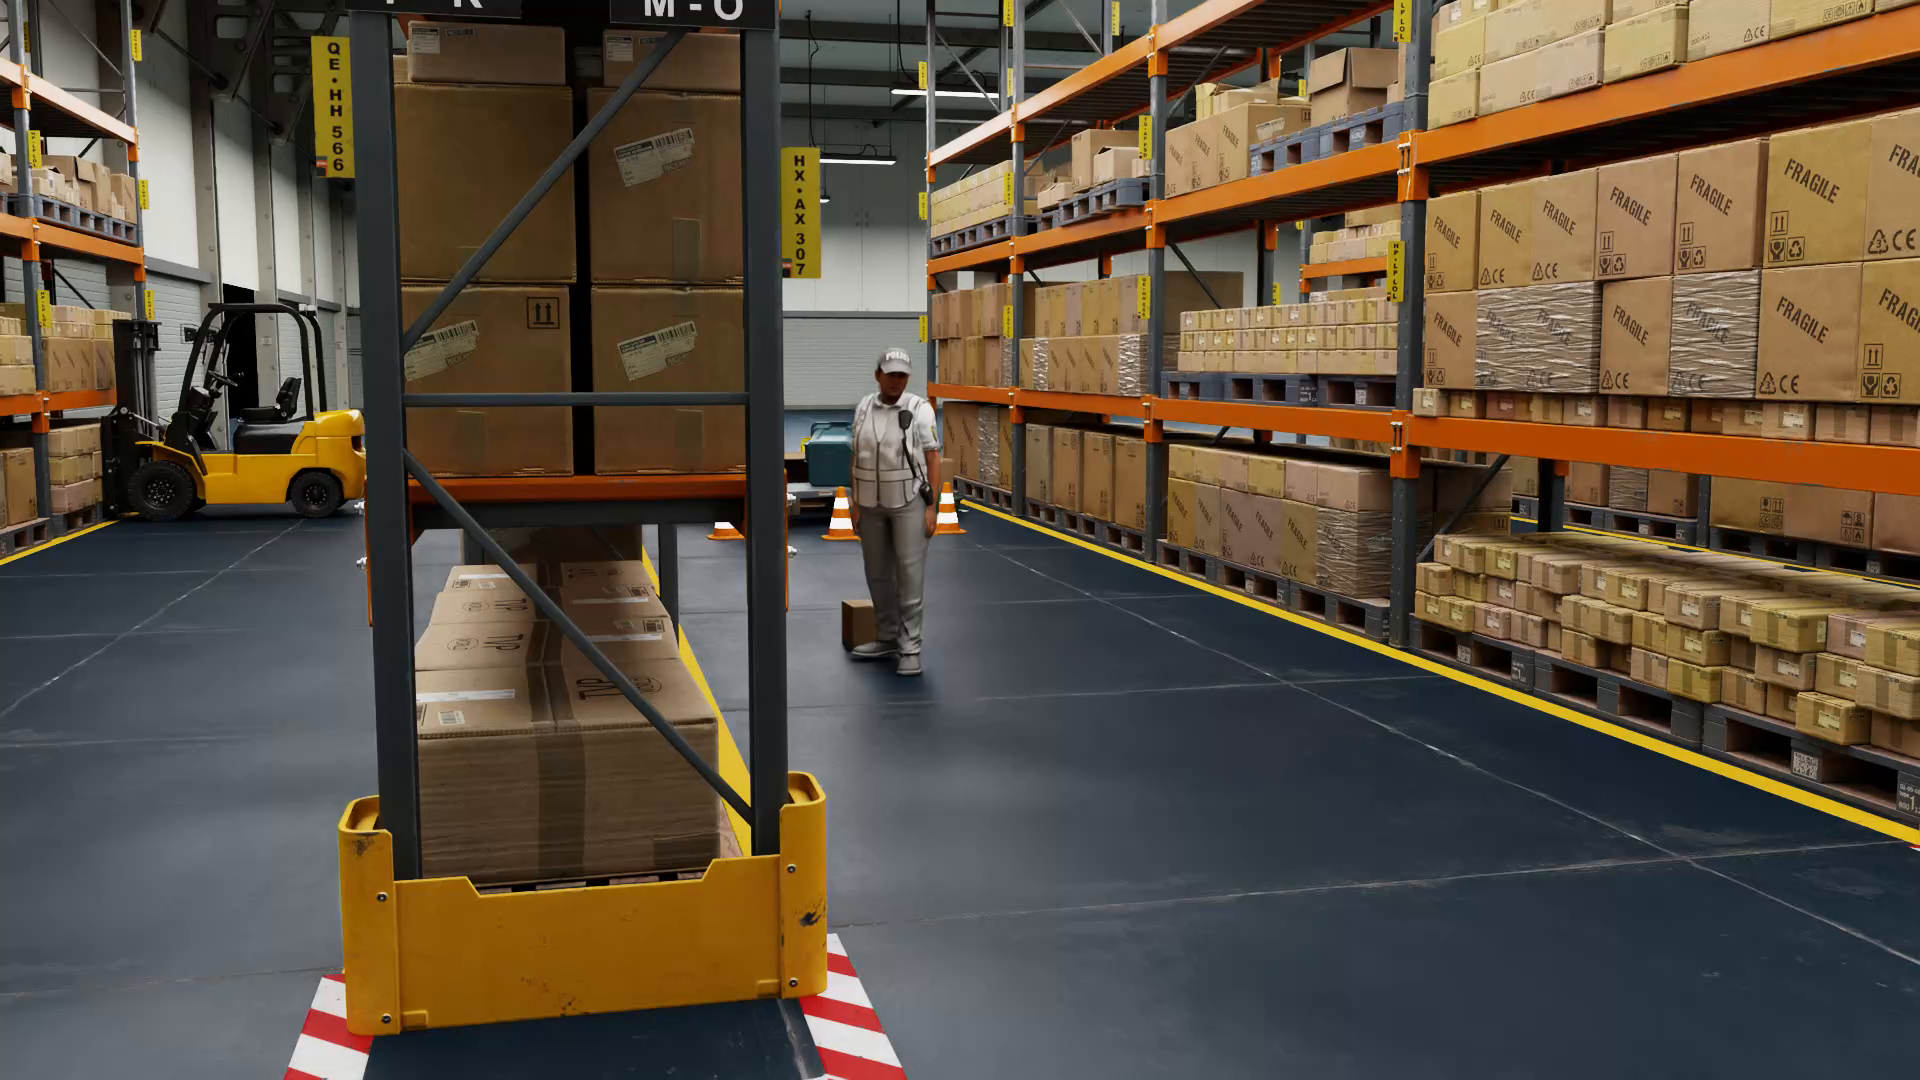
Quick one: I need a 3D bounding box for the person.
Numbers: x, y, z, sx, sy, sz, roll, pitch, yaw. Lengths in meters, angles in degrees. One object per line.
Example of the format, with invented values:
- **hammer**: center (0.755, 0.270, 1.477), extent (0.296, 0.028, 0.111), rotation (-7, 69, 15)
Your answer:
- **person**: center (-0.361, -0.167, 8.667), extent (0.522, 1.664, 0.538), rotation (3, 7, 23)
